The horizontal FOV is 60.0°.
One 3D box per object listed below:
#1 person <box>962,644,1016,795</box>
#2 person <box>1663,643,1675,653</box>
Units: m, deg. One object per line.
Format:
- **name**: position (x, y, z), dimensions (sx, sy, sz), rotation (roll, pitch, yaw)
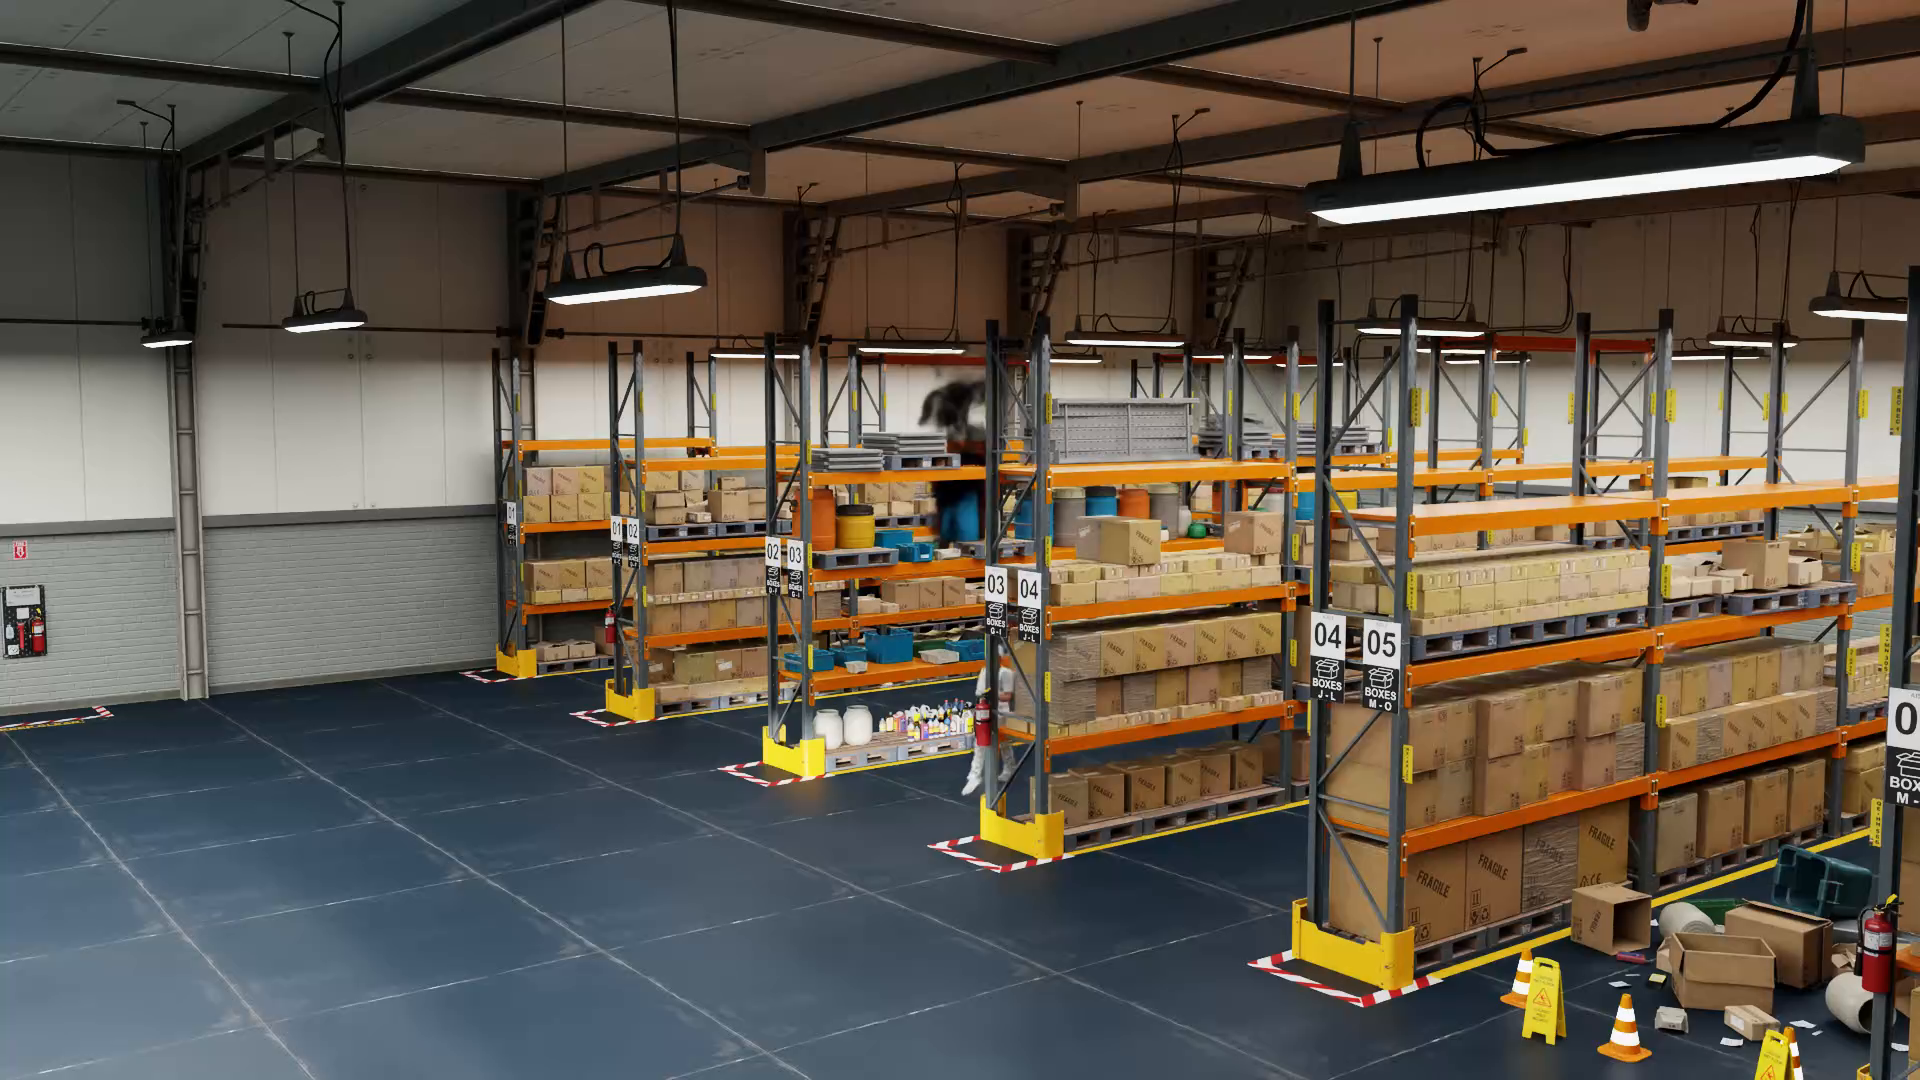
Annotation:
- **person**: position (0.423, 2.194, 20.493), dimensions (0.668, 1.861, 0.769), rotation (5, 7, 44)
- **person**: position (9.952, 2.254, 23.525), dimensions (0.578, 1.673, 0.649), rotation (-5, 7, -42)
